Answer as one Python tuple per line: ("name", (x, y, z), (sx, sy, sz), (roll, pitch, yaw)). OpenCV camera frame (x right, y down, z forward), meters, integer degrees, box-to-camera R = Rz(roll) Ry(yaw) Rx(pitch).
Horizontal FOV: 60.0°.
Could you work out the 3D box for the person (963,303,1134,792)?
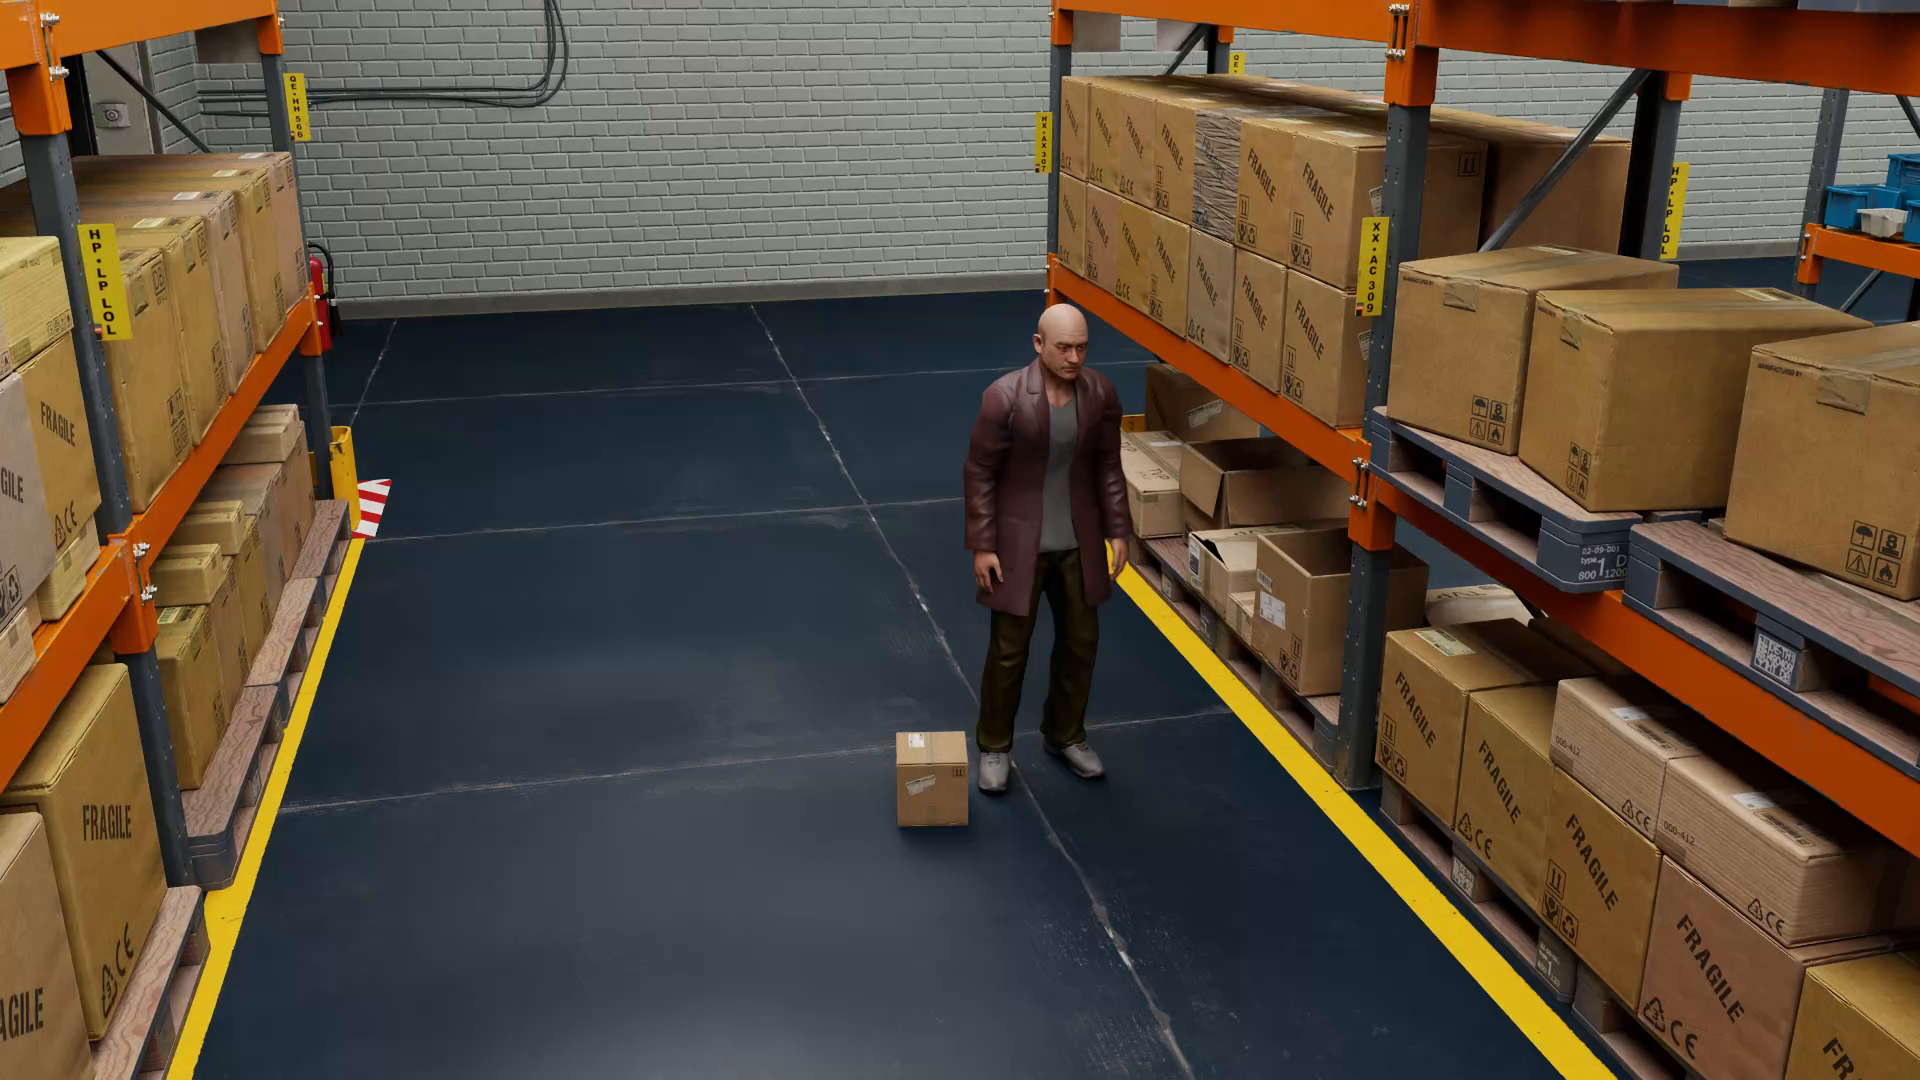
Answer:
("person", (0.323, 0.016, 6.044), (0.654, 1.775, 0.424), (-7, 20, -18))
